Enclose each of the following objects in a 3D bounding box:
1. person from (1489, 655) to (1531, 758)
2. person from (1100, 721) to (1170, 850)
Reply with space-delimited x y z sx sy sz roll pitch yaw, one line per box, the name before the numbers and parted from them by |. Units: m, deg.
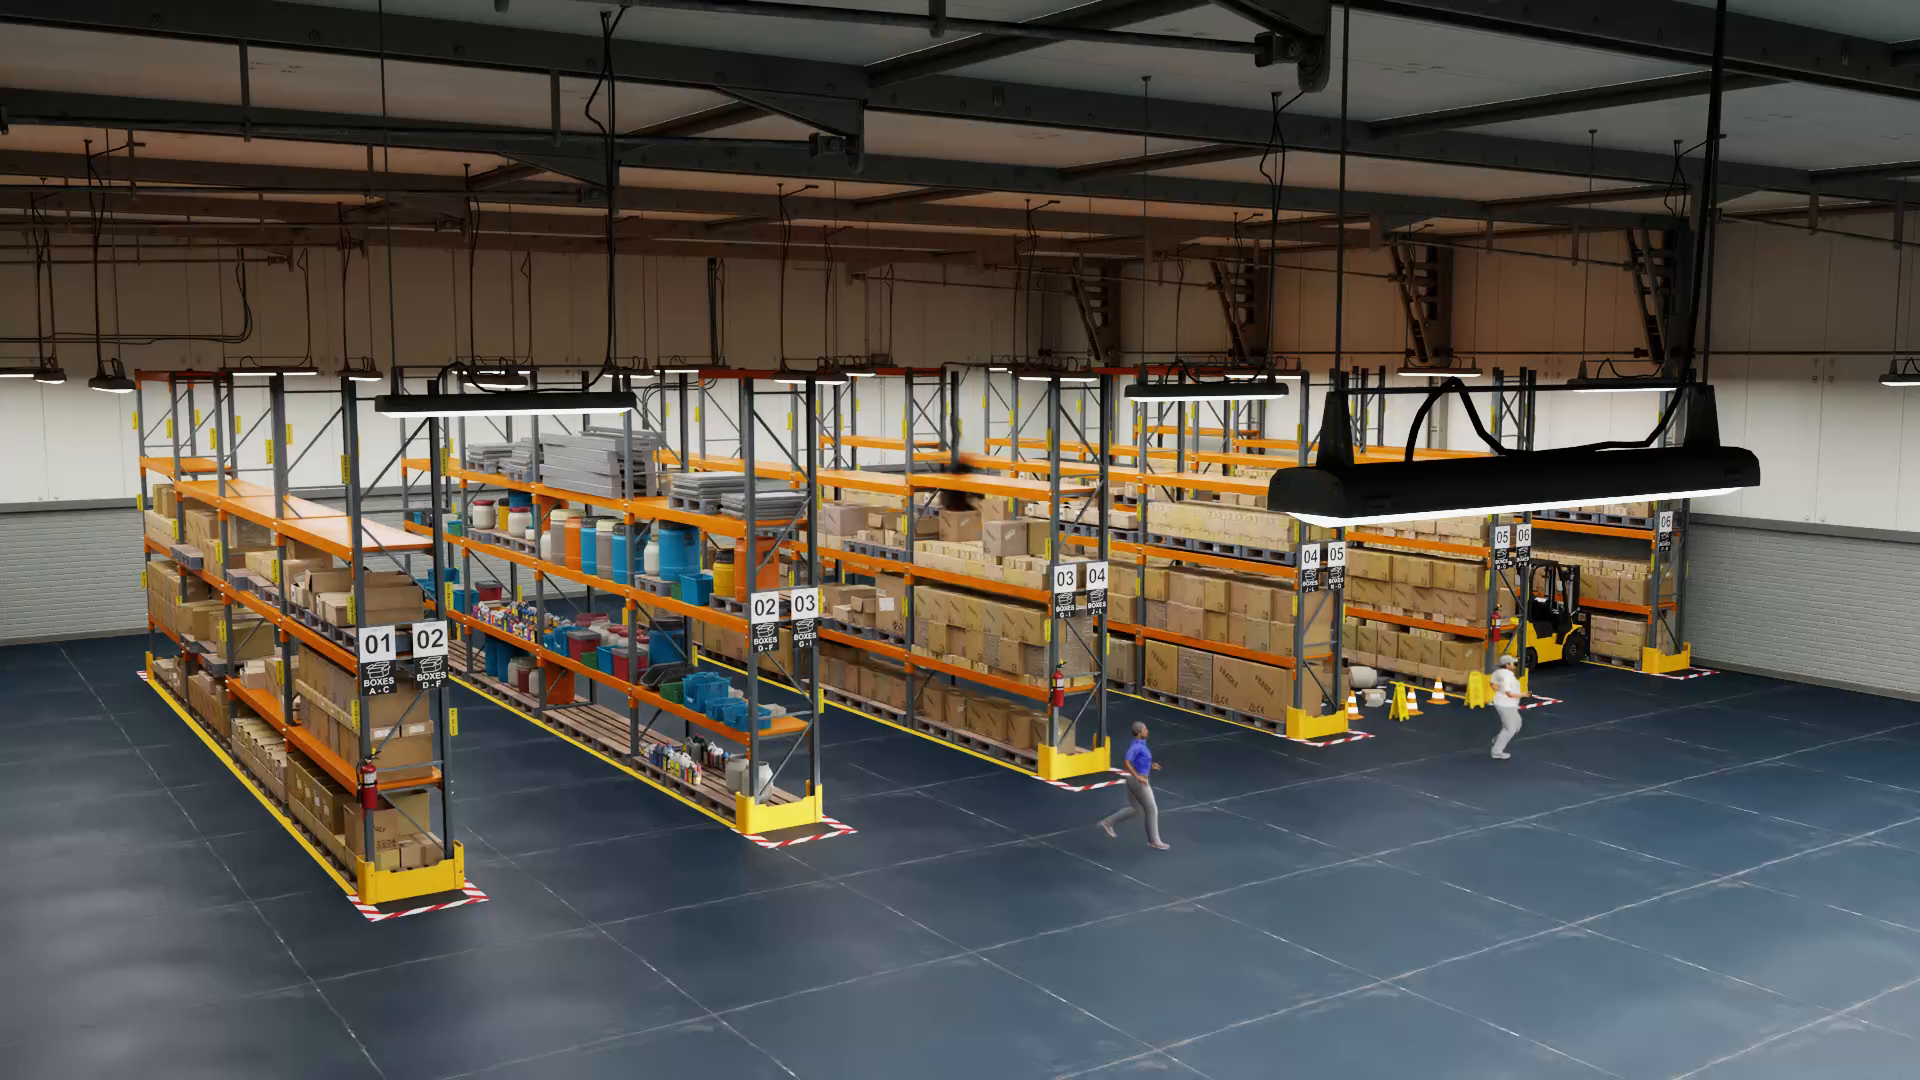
person | 8.585 2.592 25.937 0.565 1.632 0.592 1 6 5
person | 2.242 3.138 21.217 0.892 1.651 0.580 0 6 -2
